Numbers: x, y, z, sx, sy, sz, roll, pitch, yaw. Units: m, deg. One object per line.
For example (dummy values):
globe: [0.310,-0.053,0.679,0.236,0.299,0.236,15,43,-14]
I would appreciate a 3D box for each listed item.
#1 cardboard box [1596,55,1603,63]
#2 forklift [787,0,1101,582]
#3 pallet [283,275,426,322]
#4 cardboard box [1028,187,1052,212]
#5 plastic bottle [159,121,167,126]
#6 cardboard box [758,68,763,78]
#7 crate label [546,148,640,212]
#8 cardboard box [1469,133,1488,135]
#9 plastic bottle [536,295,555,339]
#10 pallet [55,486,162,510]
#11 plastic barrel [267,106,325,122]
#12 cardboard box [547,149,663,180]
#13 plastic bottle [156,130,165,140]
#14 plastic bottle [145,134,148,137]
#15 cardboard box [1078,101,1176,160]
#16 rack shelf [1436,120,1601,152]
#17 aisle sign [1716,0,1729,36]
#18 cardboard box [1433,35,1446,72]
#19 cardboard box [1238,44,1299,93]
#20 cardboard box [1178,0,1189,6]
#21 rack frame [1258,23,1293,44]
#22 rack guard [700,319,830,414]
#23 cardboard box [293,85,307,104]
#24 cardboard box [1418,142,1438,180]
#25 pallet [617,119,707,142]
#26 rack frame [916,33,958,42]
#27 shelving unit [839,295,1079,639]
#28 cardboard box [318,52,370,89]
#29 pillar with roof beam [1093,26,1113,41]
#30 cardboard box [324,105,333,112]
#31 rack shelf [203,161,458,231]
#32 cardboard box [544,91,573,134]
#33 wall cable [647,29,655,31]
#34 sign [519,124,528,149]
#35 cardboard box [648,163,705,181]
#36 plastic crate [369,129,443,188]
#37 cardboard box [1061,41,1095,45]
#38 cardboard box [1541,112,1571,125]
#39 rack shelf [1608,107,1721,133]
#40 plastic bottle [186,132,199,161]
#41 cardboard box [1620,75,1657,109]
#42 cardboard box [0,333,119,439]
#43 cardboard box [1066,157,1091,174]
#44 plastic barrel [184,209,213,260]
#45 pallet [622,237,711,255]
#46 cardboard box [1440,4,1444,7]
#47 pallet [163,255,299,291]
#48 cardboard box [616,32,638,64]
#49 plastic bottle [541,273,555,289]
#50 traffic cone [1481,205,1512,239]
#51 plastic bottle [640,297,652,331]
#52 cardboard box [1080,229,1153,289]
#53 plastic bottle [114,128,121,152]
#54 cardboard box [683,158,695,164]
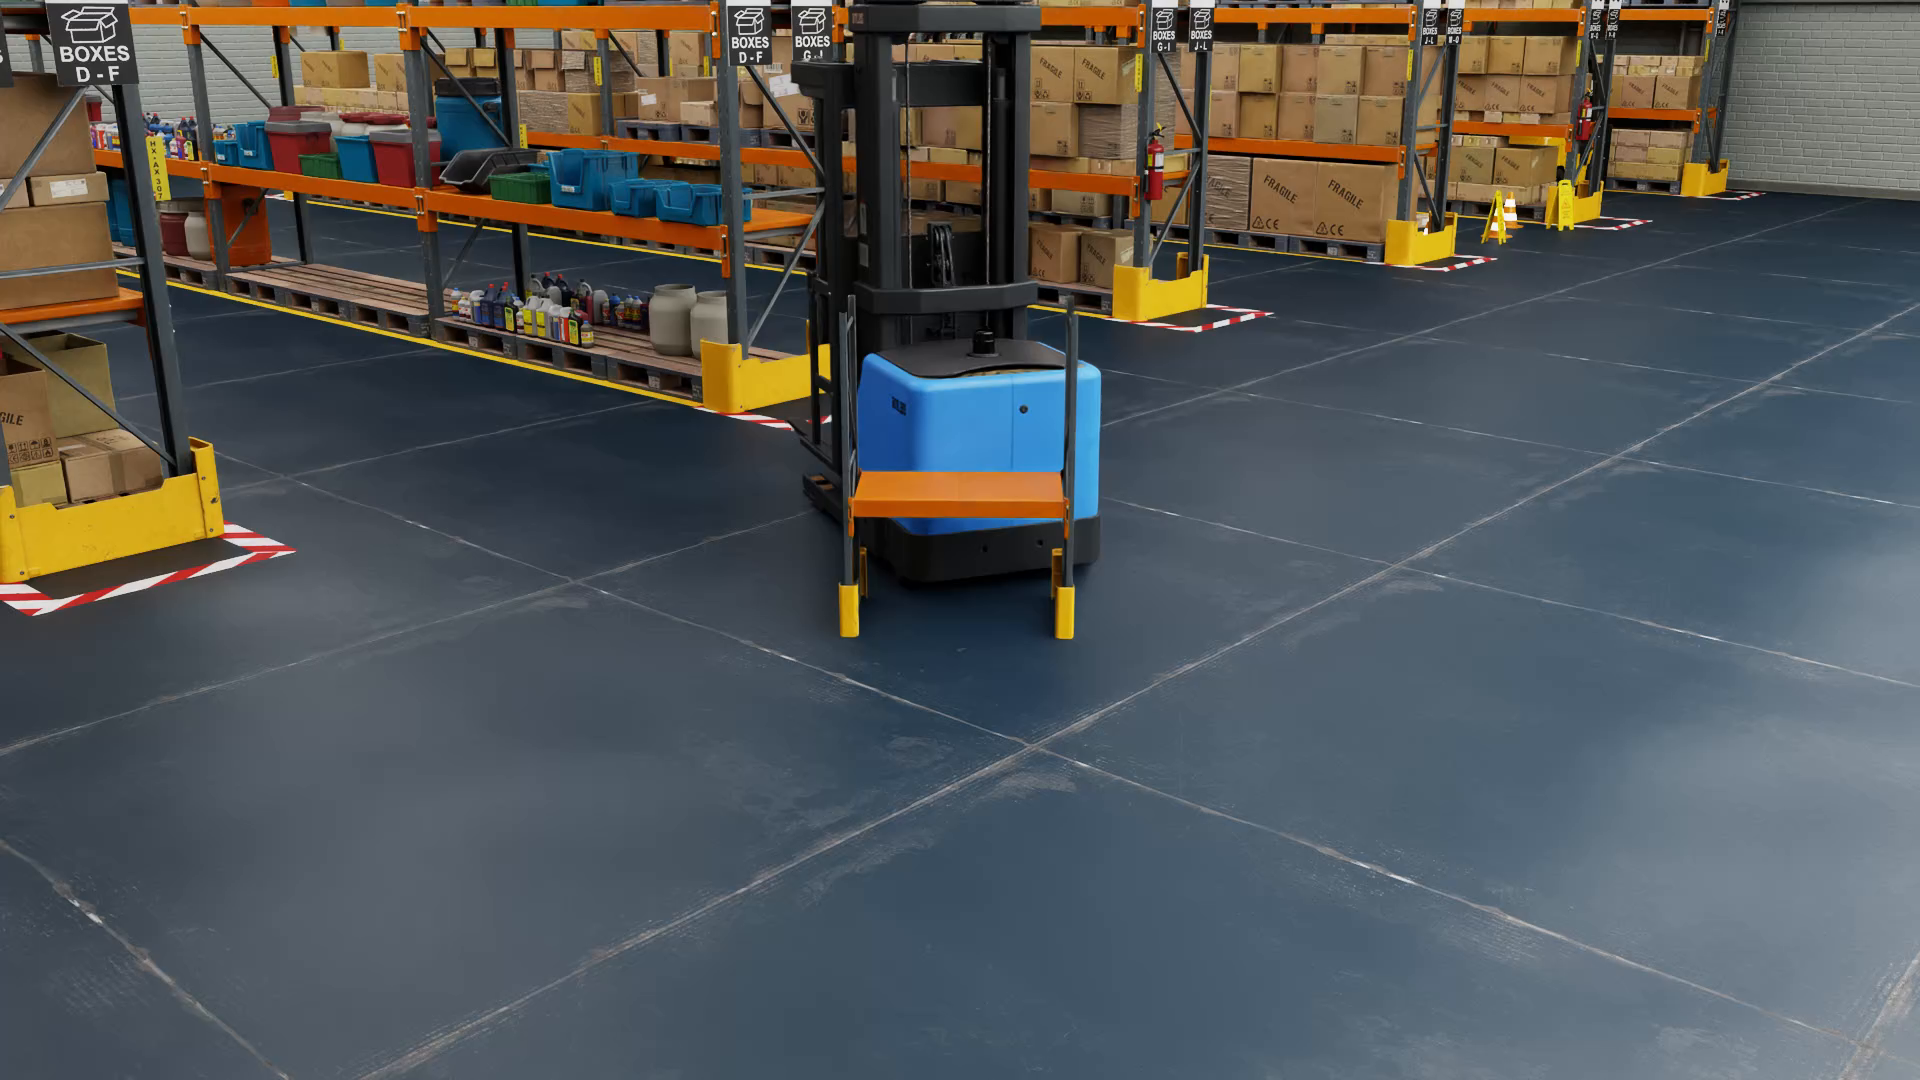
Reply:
cardboard box: [10.429,-7.736,26.800,0.250,0.149,0.380,16,23,40]
forklift: [-0.279,-1.594,9.289,1.130,2.935,3.031,-7,19,-20]
pallet: [-5.821,-2.361,16.203,1.213,0.211,1.003,15,23,39]
cardboard box: [1.121,-4.946,22.761,0.750,0.750,1.050,15,23,39]
plastic bottle: [-9.115,-4.663,19.051,0.135,0.276,0.152,15,23,39]
cardboard box: [-2.850,-7.097,25.254,0.250,0.149,0.380,15,23,39]
crate label: [-2.855,-2.818,12.975,0.616,0.435,0.502,15,23,39]
cardboard box: [9.020,-6.981,28.348,0.500,0.250,0.500,15,23,38]
plastic bottle: [-3.364,-1.827,13.561,0.185,0.351,0.144,16,24,41]
pallet: [-5.190,-0.188,9.356,1.213,0.211,1.003,15,23,39]
plastic barrel: [-6.735,-4.140,16.972,0.708,0.536,0.600,15,23,39]
cardboard box: [-4.497,-4.551,21.311,0.875,0.875,1.225,14,22,37]
plastic bottle: [-8.407,-4.175,17.520,0.097,0.271,0.097,0,18,0]
plastic bottle: [-8.723,-4.258,17.763,0.133,0.283,0.061,15,23,39]
cardboard box: [1.595,-3.920,15.848,0.500,0.500,0.875,15,23,39]
rack shelf: [7.070,-5.915,23.979,4.000,0.370,1.077,15,23,39]
aisle sign: [11.712,-8.139,25.502,0.004,0.787,0.394,15,23,39]
cardboard box: [6.935,-6.889,23.551,0.500,0.500,0.700,15,23,39]
cardboard box: [3.820,-5.695,20.064,0.500,0.550,0.875,15,23,39]
cardboard box: [1.800,-5.127,15.598,0.500,0.250,0.500,16,24,41]
rack frame: [5.875,-8.586,31.207,0.127,3.000,1.000,15,23,39]
rack guard: [-1.387,-1.306,12.402,0.348,0.500,1.175,15,23,39]
cardboard box: [-9.799,-6.739,25.144,0.500,0.250,0.500,14,23,38]
cardboard box: [6.631,-5.517,24.149,0.500,0.500,0.500,17,24,42]
pallet: [-3.391,-5.010,20.256,1.003,0.211,1.213,15,23,39]
rack frame: [-0.409,-8.265,30.197,0.127,3.000,1.000,15,23,39]
shelving unit: [-0.010,-0.349,7.731,1.083,1.500,0.587,0,18,1]
cardboard box: [-9.033,-6.894,24.391,0.500,0.500,0.500,14,23,38]
pillar with roof beam: [0.103,-11.618,30.844,0.400,9.000,9.100,15,23,39]
cardboard box: [-9.162,-6.355,24.592,0.250,0.149,0.380,14,23,38]
rack shelf: [-5.787,-3.355,15.914,4.000,0.370,1.077,15,23,39]
cardboard box: [-4.898,-5.412,21.041,0.500,0.500,0.500,15,23,39]
wall cable: [-6.701,-11.003,37.143,0.122,1.984,0.588,15,23,39]
sign: [-3.918,-3.551,14.883,0.005,0.325,0.100,15,23,39]
cardboard box: [-3.474,-4.468,20.397,0.500,0.250,0.500,16,24,41]
plastic crate: [-4.856,-3.355,14.618,0.583,0.464,0.402,15,23,39]
cardboard box: [2.022,-8.031,27.641,0.500,0.500,0.500,14,23,38]
cardboard box: [8.145,-5.763,22.727,0.250,0.149,0.380,16,24,41]
rack shelf: [10.362,-7.038,27.520,4.000,0.370,1.077,15,23,39]
plastic bottle: [-7.869,-4.029,17.040,0.133,0.283,0.061,15,23,39]
cardboard box: [10.934,-7.173,26.590,0.500,0.500,0.500,16,24,41]
cardboard box: [-5.219,-0.878,9.532,0.500,0.500,0.500,15,23,39]
cardboard box: [1.230,-3.594,15.891,0.250,0.149,0.380,15,23,39]
plastic barrel: [-8.142,-3.301,17.974,0.421,0.512,0.421,0,18,0]
pallet: [-3.412,-3.734,20.528,1.213,0.211,1.003,15,23,39]
cardboard box: [6.800,-7.541,23.370,0.250,0.149,0.380,15,23,40]
pallet: [-7.900,-2.919,17.961,1.213,0.211,1.003,15,23,39]
cardboard box: [-5.312,-8.133,27.471,0.500,0.500,0.500,14,22,38]
plastic bottle: [-3.618,-2.179,14.672,0.185,0.351,0.144,14,23,38]
traffic cone: [6.906,-4.122,21.335,0.334,0.463,0.336,15,23,39]
plastic bottle: [-2.606,-1.892,13.879,0.133,0.283,0.061,16,23,40]
cardboard box: [1.532,-2.752,16.262,0.500,0.500,0.500,-13,22,-36]
plastic bottle: [-9.174,-4.381,18.169,0.097,0.271,0.097,0,18,0]
cardboard box: [-4.276,-6.151,27.062,0.250,0.149,0.380,14,22,37]
